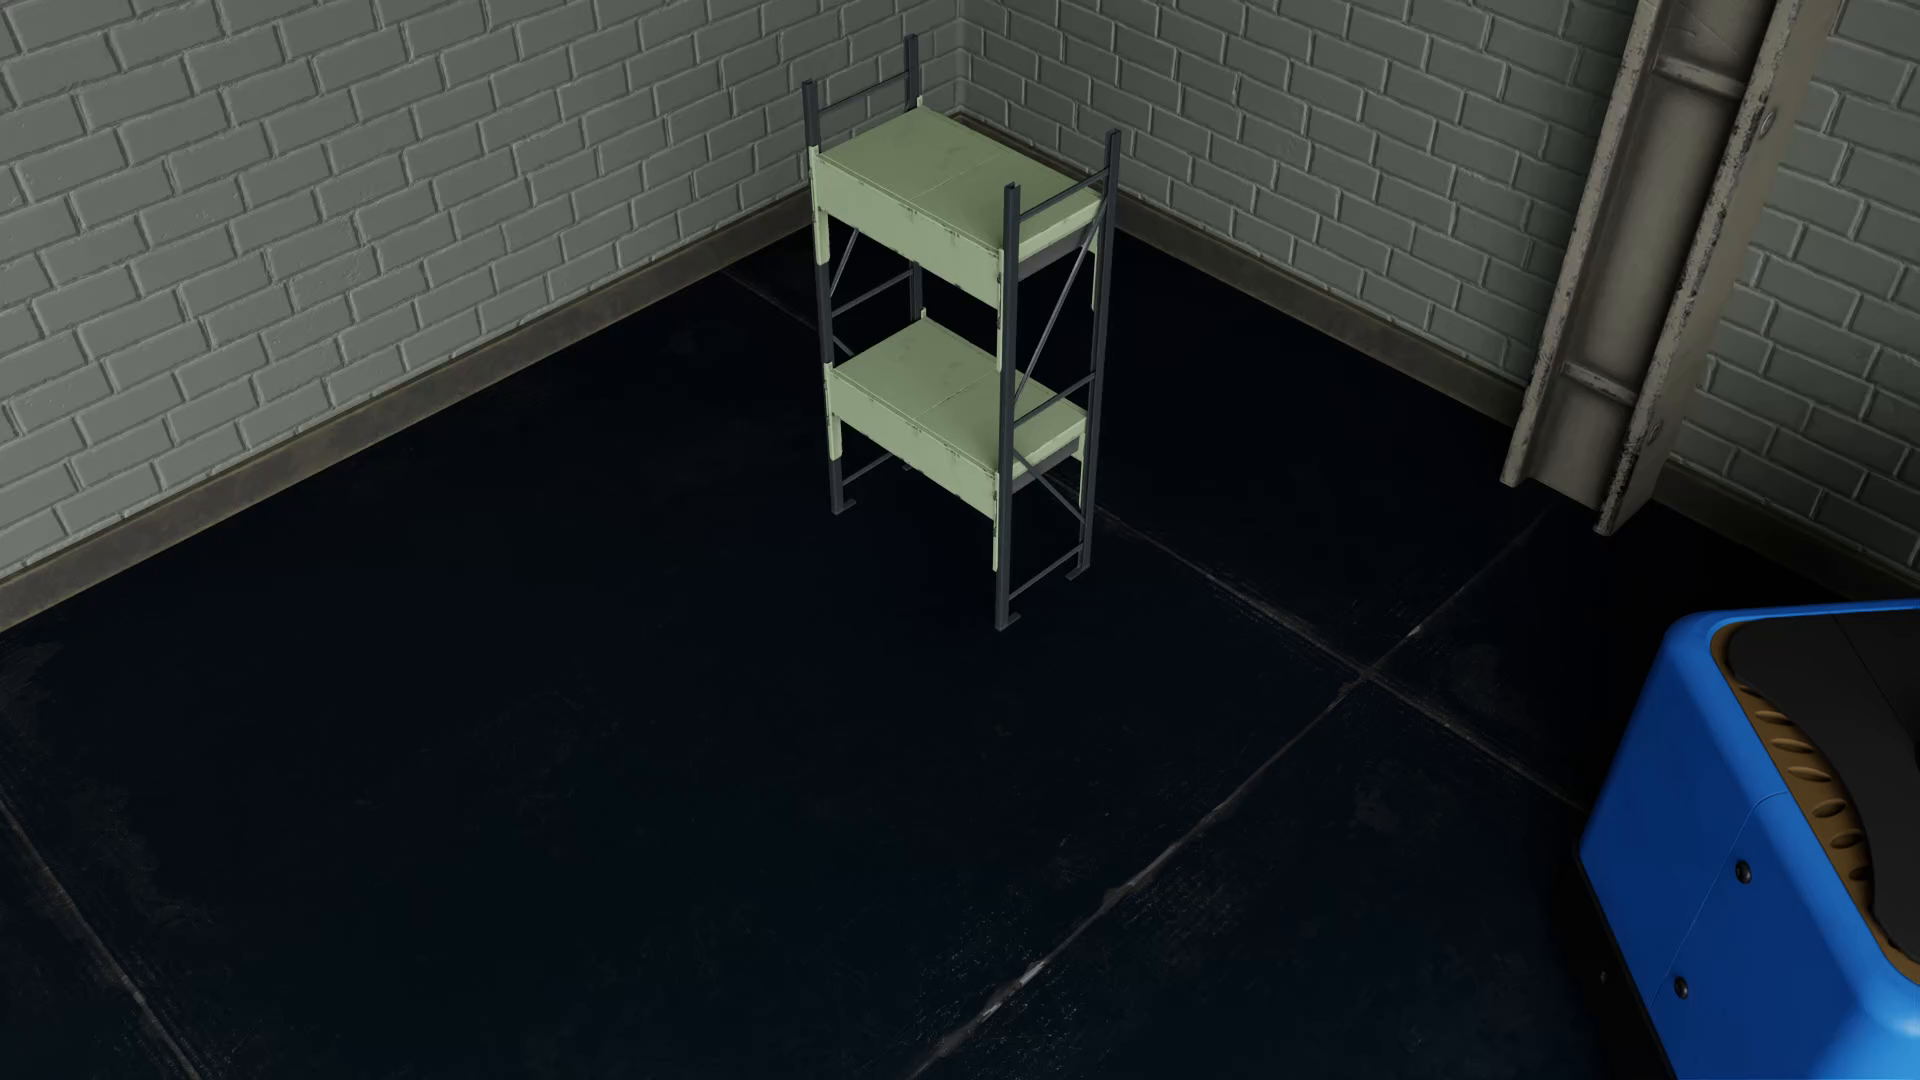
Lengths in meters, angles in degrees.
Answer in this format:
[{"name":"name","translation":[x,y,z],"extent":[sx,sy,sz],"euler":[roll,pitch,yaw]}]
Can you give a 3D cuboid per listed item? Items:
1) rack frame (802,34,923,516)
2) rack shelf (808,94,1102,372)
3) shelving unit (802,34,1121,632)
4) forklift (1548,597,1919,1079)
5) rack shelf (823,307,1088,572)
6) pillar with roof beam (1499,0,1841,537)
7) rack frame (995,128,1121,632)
[{"name":"rack frame","translation":[-0.263,-0.730,4.935],"extent":[0.400,1.500,0.023],"euler":[-34,53,-31]},{"name":"rack shelf","translation":[-0.005,-0.841,4.480],"extent":[0.431,0.370,0.720],"euler":[-34,53,-31]},{"name":"shelving unit","translation":[-0.005,-0.554,4.744],"extent":[0.431,1.500,0.755],"euler":[-34,53,-31]},{"name":"forklift","translation":[3.013,0.104,2.978],"extent":[3.031,2.935,1.130],"euler":[-3,43,-4]},{"name":"rack shelf","translation":[-0.005,-0.315,4.966],"extent":[0.431,0.370,0.720],"euler":[-34,53,-31]},{"name":"pillar with roof beam","translation":[-1.031,-1.418,0.153],"extent":[9.100,9.000,0.400],"euler":[-34,53,-31]},{"name":"rack frame","translation":[0.254,-0.378,4.554],"extent":[0.400,1.500,0.023],"euler":[-34,53,-31]}]
